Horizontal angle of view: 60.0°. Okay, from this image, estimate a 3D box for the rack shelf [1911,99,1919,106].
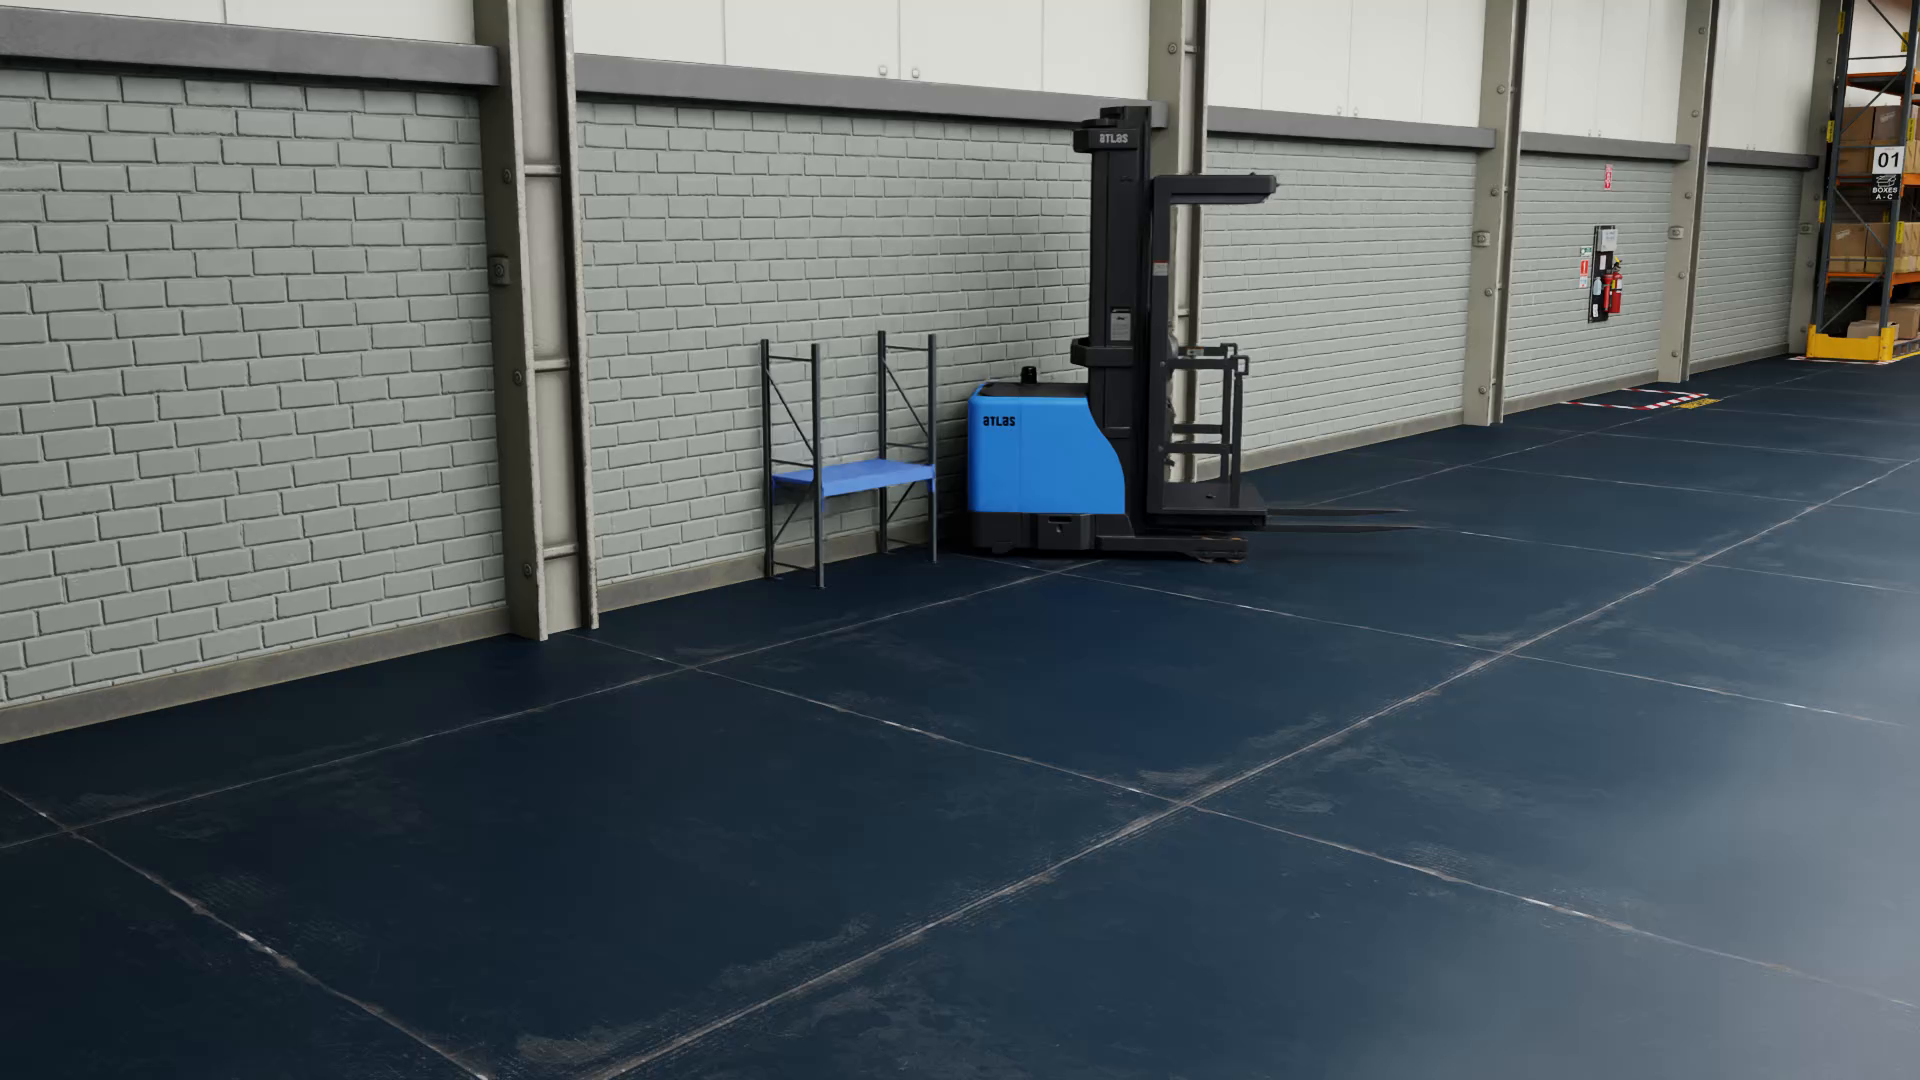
[{"bbox_3d":[17.736,-7.567,29.477,1.077,0.370,4.000,10,15,40],"label":"rack shelf"}]

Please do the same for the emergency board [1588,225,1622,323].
[{"bbox_3d":[7.967,-3.264,20.396,0.194,1.169,0.643,10,15,40],"label":"emergency board"}]

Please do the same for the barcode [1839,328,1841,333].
[{"bbox_3d":[14.011,-3.337,26.479,0.001,0.075,0.075,10,15,40],"label":"barcode"}]

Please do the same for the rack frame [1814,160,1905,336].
[{"bbox_3d":[13.775,-4.291,25.536,1.000,3.000,0.127,10,15,40],"label":"rack frame"}]

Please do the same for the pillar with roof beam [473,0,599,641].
[{"bbox_3d":[0.979,-3.360,5.558,9.100,9.000,0.400,10,15,40],"label":"pillar with roof beam"}]

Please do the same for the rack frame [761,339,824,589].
[{"bbox_3d":[-1.032,-0.467,10.219,0.500,1.500,0.032,10,15,41],"label":"rack frame"}]

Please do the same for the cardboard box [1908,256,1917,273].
[{"bbox_3d":[14.668,-4.336,26.094,0.500,0.250,0.500,9,15,39],"label":"cardboard box"}]

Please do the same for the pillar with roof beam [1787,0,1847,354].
[{"bbox_3d":[16.822,-6.891,23.237,9.100,9.000,0.400,10,15,40],"label":"pillar with roof beam"}]

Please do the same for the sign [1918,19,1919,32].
[{"bbox_3d":[14.183,-7.659,24.498,0.100,0.325,0.005,10,15,40],"label":"sign"}]

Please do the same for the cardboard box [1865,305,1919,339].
[{"bbox_3d":[15.198,-3.556,27.117,0.700,0.500,0.500,9,14,37],"label":"cardboard box"}]

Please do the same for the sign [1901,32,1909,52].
[{"bbox_3d":[15.995,-8.428,28.143,0.100,0.325,0.005,10,15,40],"label":"sign"}]

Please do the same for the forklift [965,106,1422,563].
[{"bbox_3d":[1.582,-1.395,11.214,3.031,2.935,1.130,1,11,5],"label":"forklift"}]

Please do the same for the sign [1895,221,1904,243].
[{"bbox_3d":[14.183,-4.645,25.100,0.100,0.325,0.005,10,15,40],"label":"sign"}]

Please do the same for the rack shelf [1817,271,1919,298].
[{"bbox_3d":[15.096,-4.232,27.079,1.077,0.370,4.000,10,15,40],"label":"rack shelf"}]

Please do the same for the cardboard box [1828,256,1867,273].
[{"bbox_3d":[13.938,-4.321,26.018,0.500,0.250,0.500,10,15,41],"label":"cardboard box"}]

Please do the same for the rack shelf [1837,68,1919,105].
[{"bbox_3d":[15.096,-7.173,26.492,1.077,0.370,4.000,10,15,40],"label":"rack shelf"}]

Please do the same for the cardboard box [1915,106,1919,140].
[{"bbox_3d":[14.581,-6.403,25.596,0.500,0.500,0.500,10,15,40],"label":"cardboard box"}]

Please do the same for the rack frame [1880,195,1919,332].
[{"bbox_3d":[16.416,-4.879,28.482,1.000,3.000,0.127,10,15,40],"label":"rack frame"}]

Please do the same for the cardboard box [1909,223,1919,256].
[{"bbox_3d":[14.650,-4.698,25.990,0.500,0.500,0.500,10,15,41],"label":"cardboard box"}]

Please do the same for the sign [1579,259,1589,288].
[{"bbox_3d":[7.525,-3.214,20.052,0.001,0.329,0.234,10,15,40],"label":"sign"}]

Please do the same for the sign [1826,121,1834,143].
[{"bbox_3d":[13.372,-6.271,25.529,0.100,0.325,0.005,10,15,40],"label":"sign"}]

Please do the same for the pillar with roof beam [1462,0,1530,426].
[{"bbox_3d":[8.900,-5.125,14.398,9.100,9.000,0.400,10,15,40],"label":"pillar with roof beam"}]

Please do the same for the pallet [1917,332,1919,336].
[{"bbox_3d":[15.999,-3.409,28.238,1.003,0.211,1.213,10,15,40],"label":"pallet"}]

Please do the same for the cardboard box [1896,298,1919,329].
[{"bbox_3d":[16.889,-3.980,29.237,0.700,0.500,0.500,10,15,42],"label":"cardboard box"}]

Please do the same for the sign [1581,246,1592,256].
[{"bbox_3d":[7.534,-3.473,19.998,0.001,0.109,0.331,10,15,40],"label":"sign"}]

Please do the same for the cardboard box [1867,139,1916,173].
[{"bbox_3d":[14.184,-5.837,25.315,0.500,0.500,0.500,10,15,42],"label":"cardboard box"}]

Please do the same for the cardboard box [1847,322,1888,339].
[{"bbox_3d":[14.300,-3.278,26.207,0.500,0.311,0.500,8,14,34],"label":"cardboard box"}]

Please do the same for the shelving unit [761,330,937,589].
[{"bbox_3d":[-0.690,-0.541,10.588,0.538,1.500,1.048,10,15,41],"label":"shelving unit"}]
